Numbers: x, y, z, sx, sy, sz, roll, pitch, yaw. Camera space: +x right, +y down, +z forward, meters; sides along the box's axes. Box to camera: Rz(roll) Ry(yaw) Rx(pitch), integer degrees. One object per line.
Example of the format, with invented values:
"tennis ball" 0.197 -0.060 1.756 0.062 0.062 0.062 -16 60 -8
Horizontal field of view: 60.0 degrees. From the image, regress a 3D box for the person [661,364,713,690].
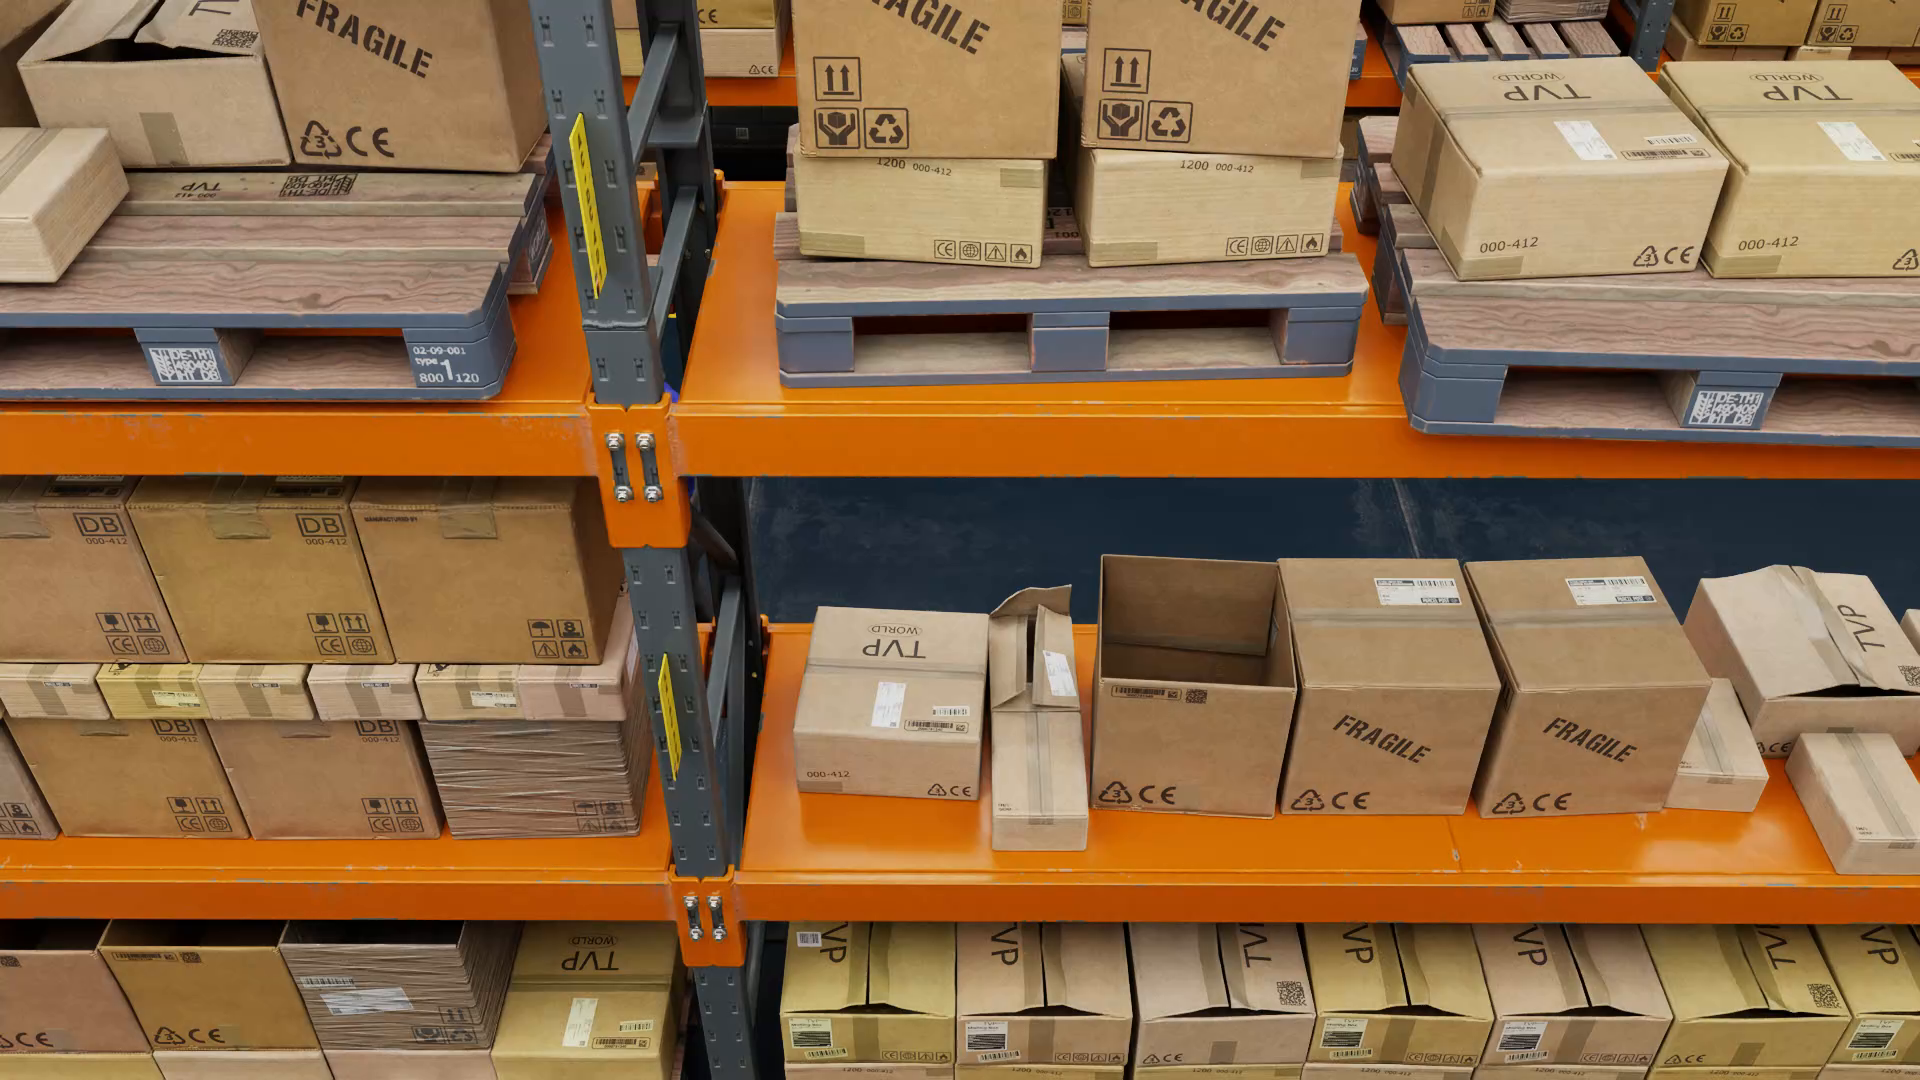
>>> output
"person" -1.107 -0.063 6.234 0.346 1.656 0.531 -2 40 -2
